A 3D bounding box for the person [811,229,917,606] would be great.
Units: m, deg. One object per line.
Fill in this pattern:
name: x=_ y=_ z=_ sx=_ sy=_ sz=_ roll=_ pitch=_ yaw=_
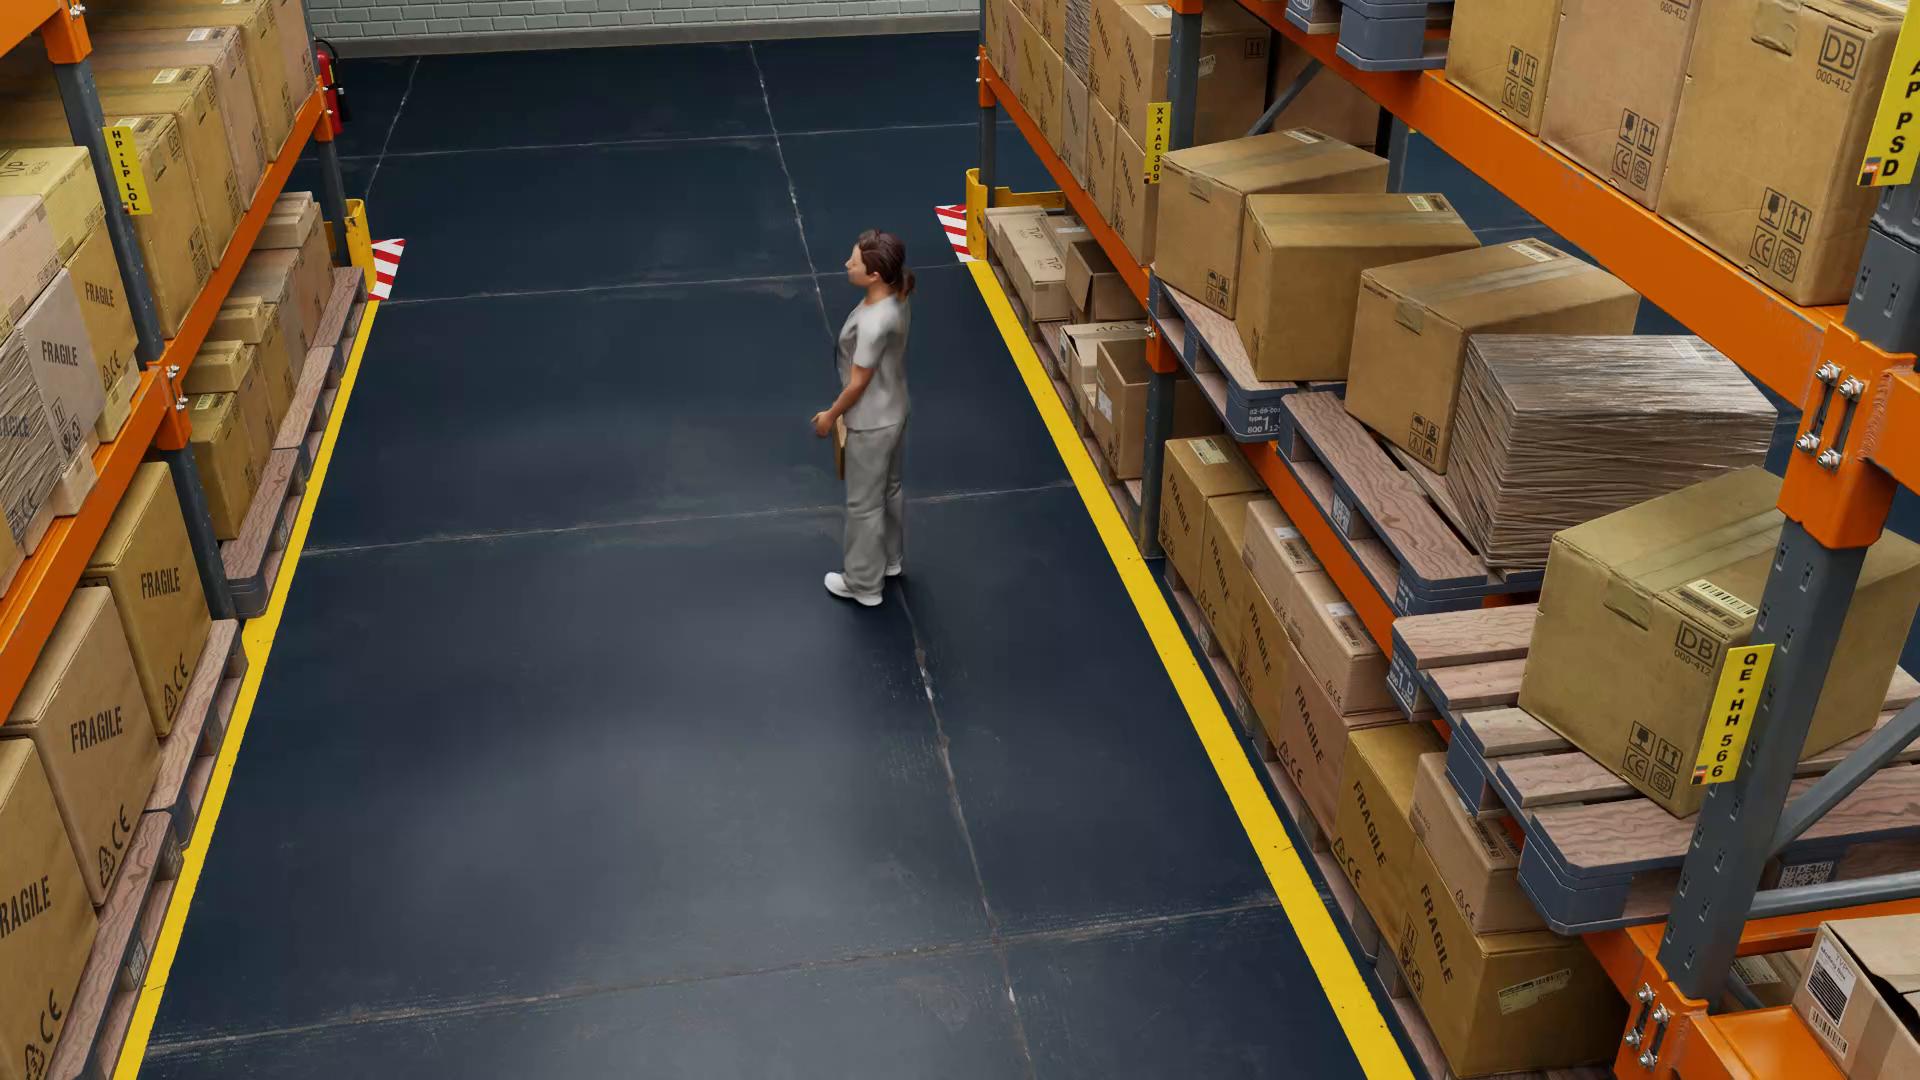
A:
person: x=-0.376 y=-0.522 z=6.974 sx=0.440 sy=1.684 sz=0.530 roll=5 pitch=31 yaw=9
